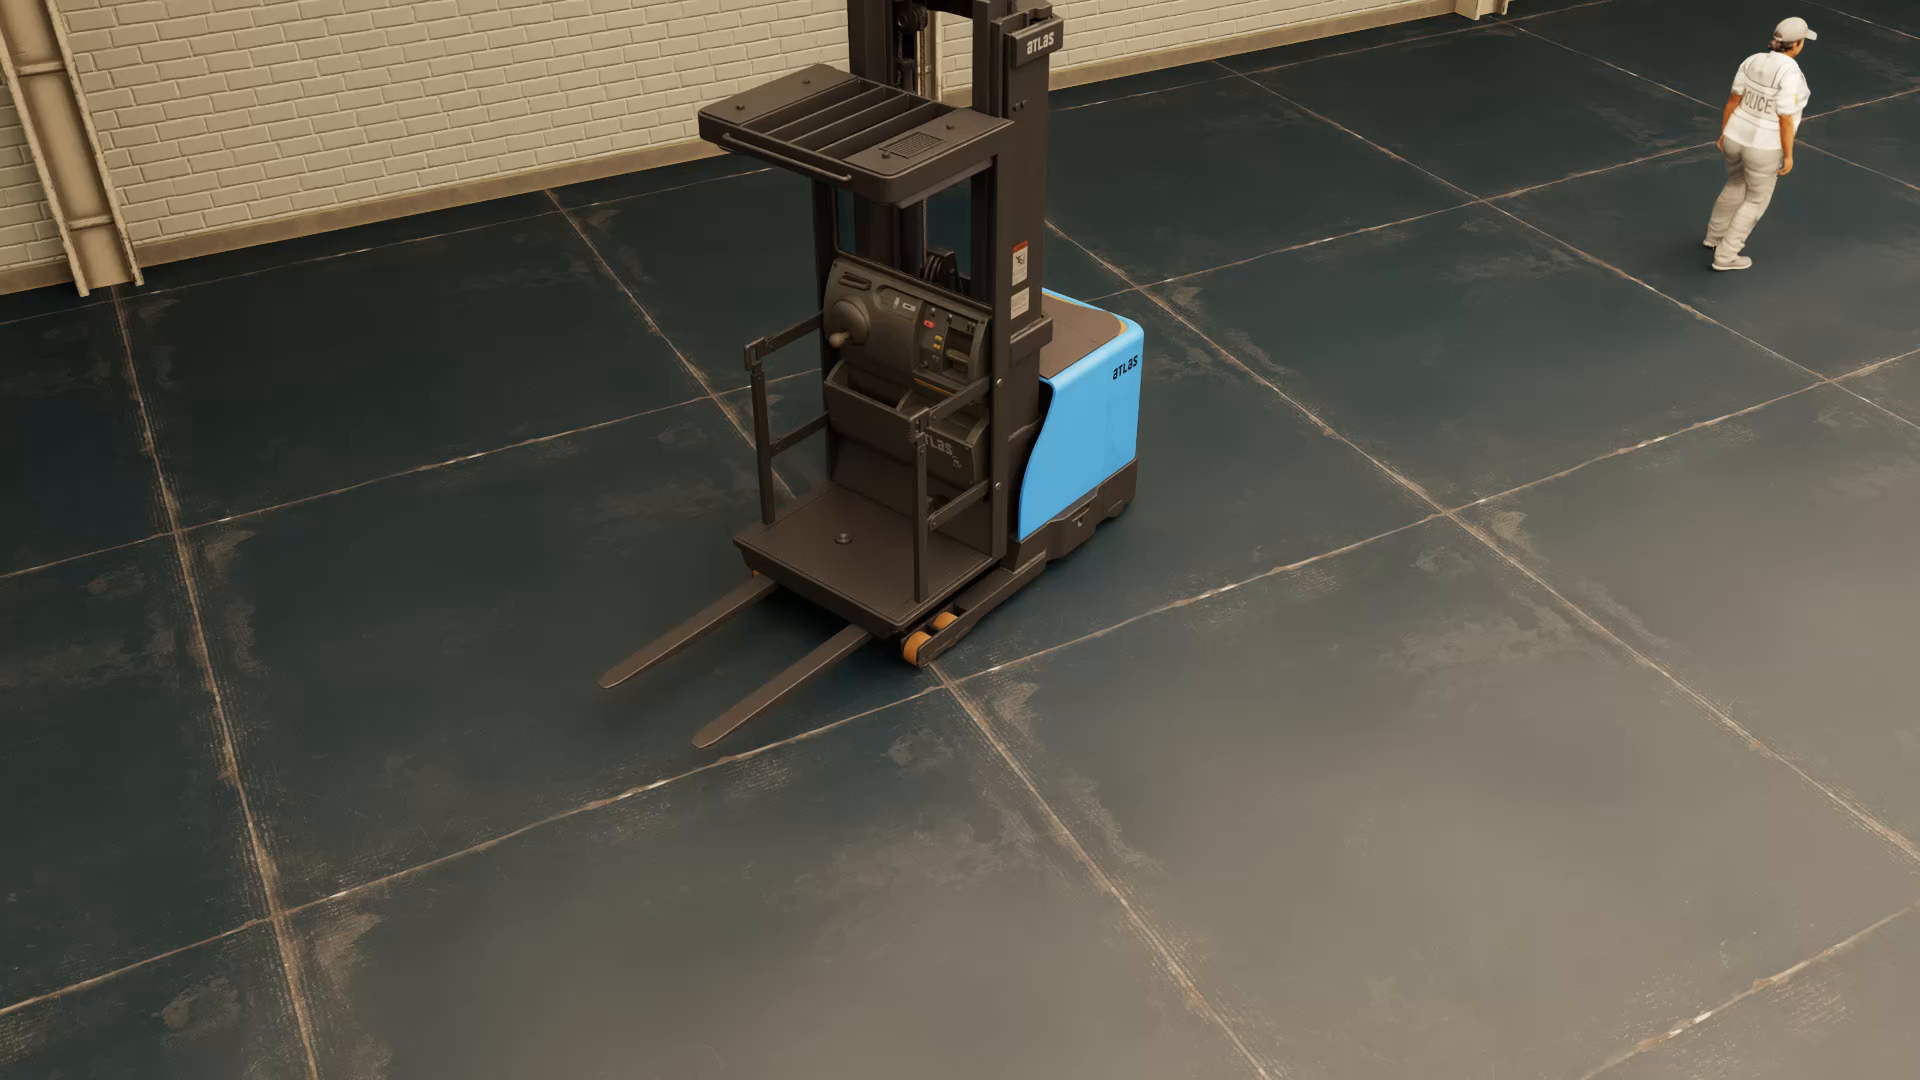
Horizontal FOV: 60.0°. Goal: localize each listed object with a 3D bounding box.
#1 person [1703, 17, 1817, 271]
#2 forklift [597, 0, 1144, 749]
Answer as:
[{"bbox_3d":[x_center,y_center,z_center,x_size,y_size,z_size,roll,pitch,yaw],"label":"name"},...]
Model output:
[{"bbox_3d":[5.267,-2.592,10.930,0.468,1.689,0.573,-12,37,-17],"label":"person"},{"bbox_3d":[-0.390,-0.927,7.434,1.130,2.935,3.031,26,43,31],"label":"forklift"}]
